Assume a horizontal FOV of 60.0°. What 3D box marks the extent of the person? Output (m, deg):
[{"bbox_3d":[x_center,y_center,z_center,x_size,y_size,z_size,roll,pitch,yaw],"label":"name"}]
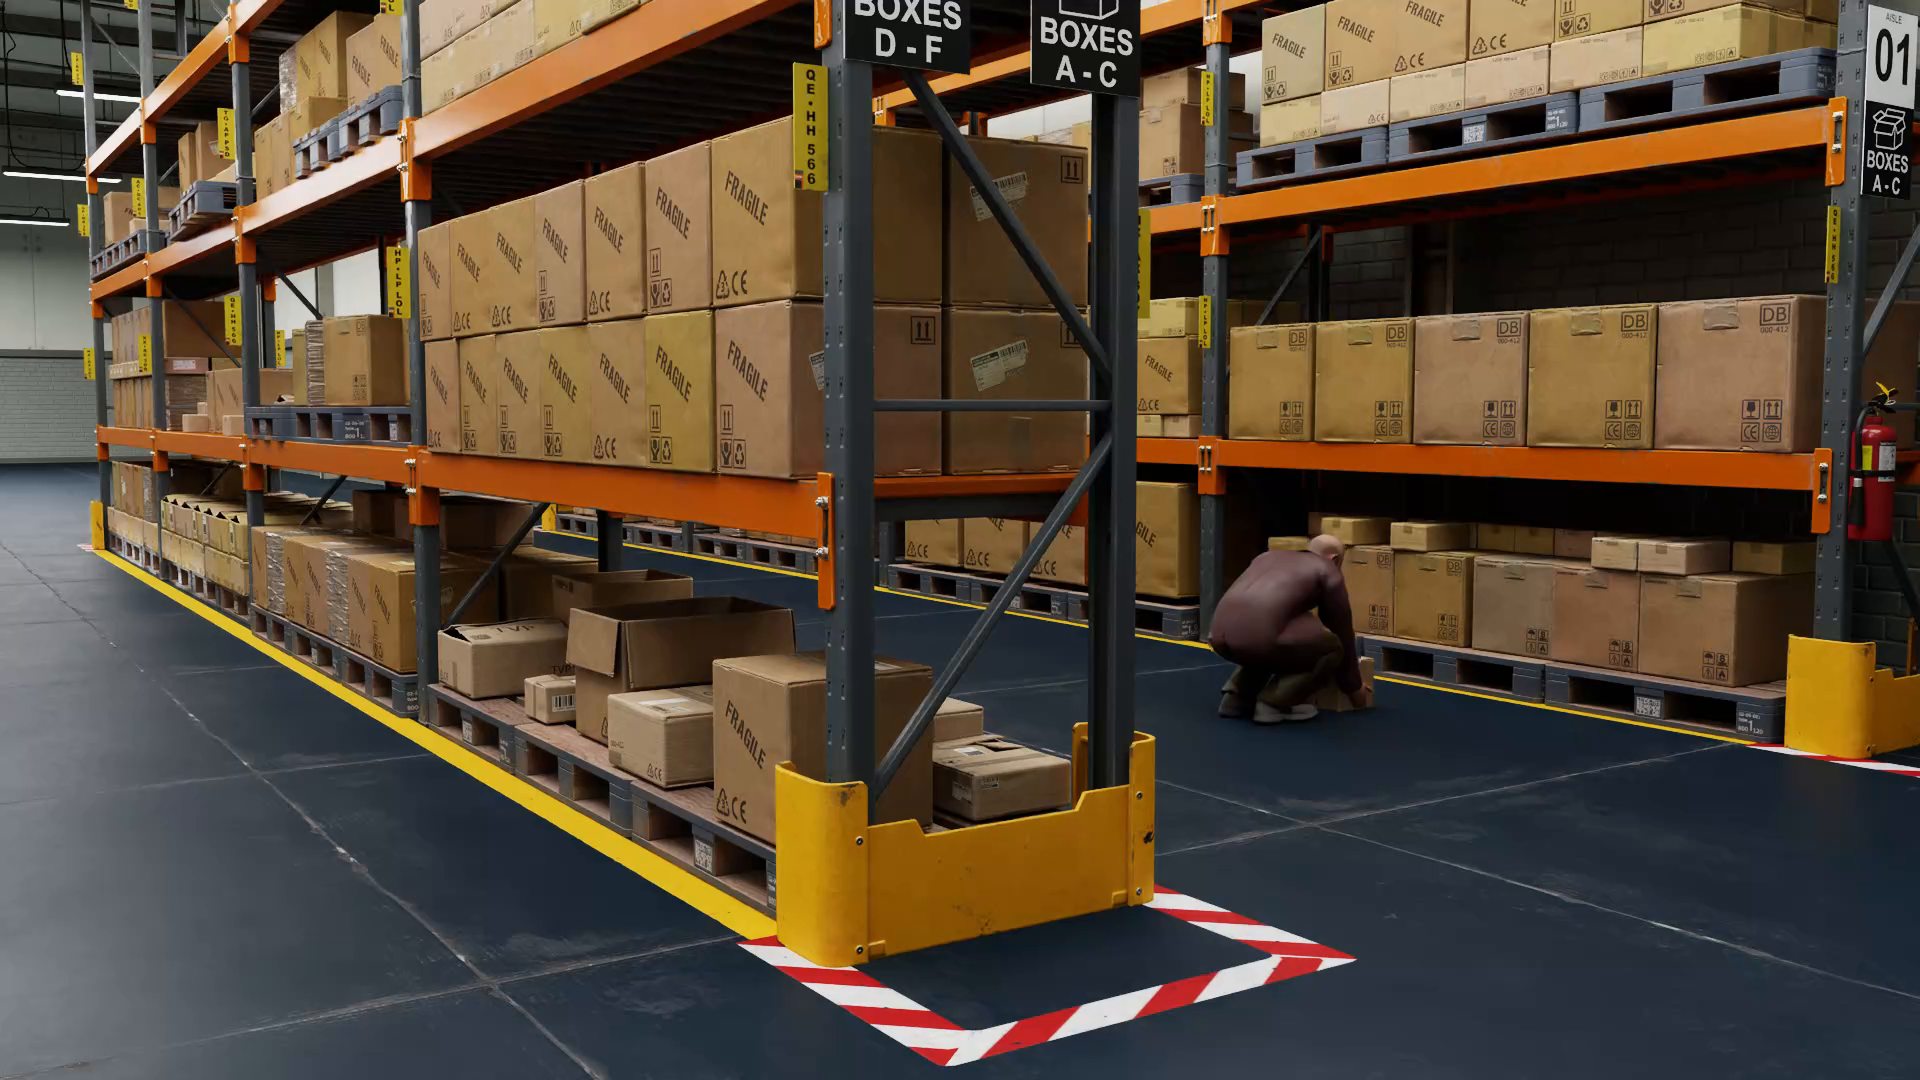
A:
[{"bbox_3d":[1.608,0.464,8.162,0.903,0.822,0.599,-3,5,-34],"label":"person"}]
